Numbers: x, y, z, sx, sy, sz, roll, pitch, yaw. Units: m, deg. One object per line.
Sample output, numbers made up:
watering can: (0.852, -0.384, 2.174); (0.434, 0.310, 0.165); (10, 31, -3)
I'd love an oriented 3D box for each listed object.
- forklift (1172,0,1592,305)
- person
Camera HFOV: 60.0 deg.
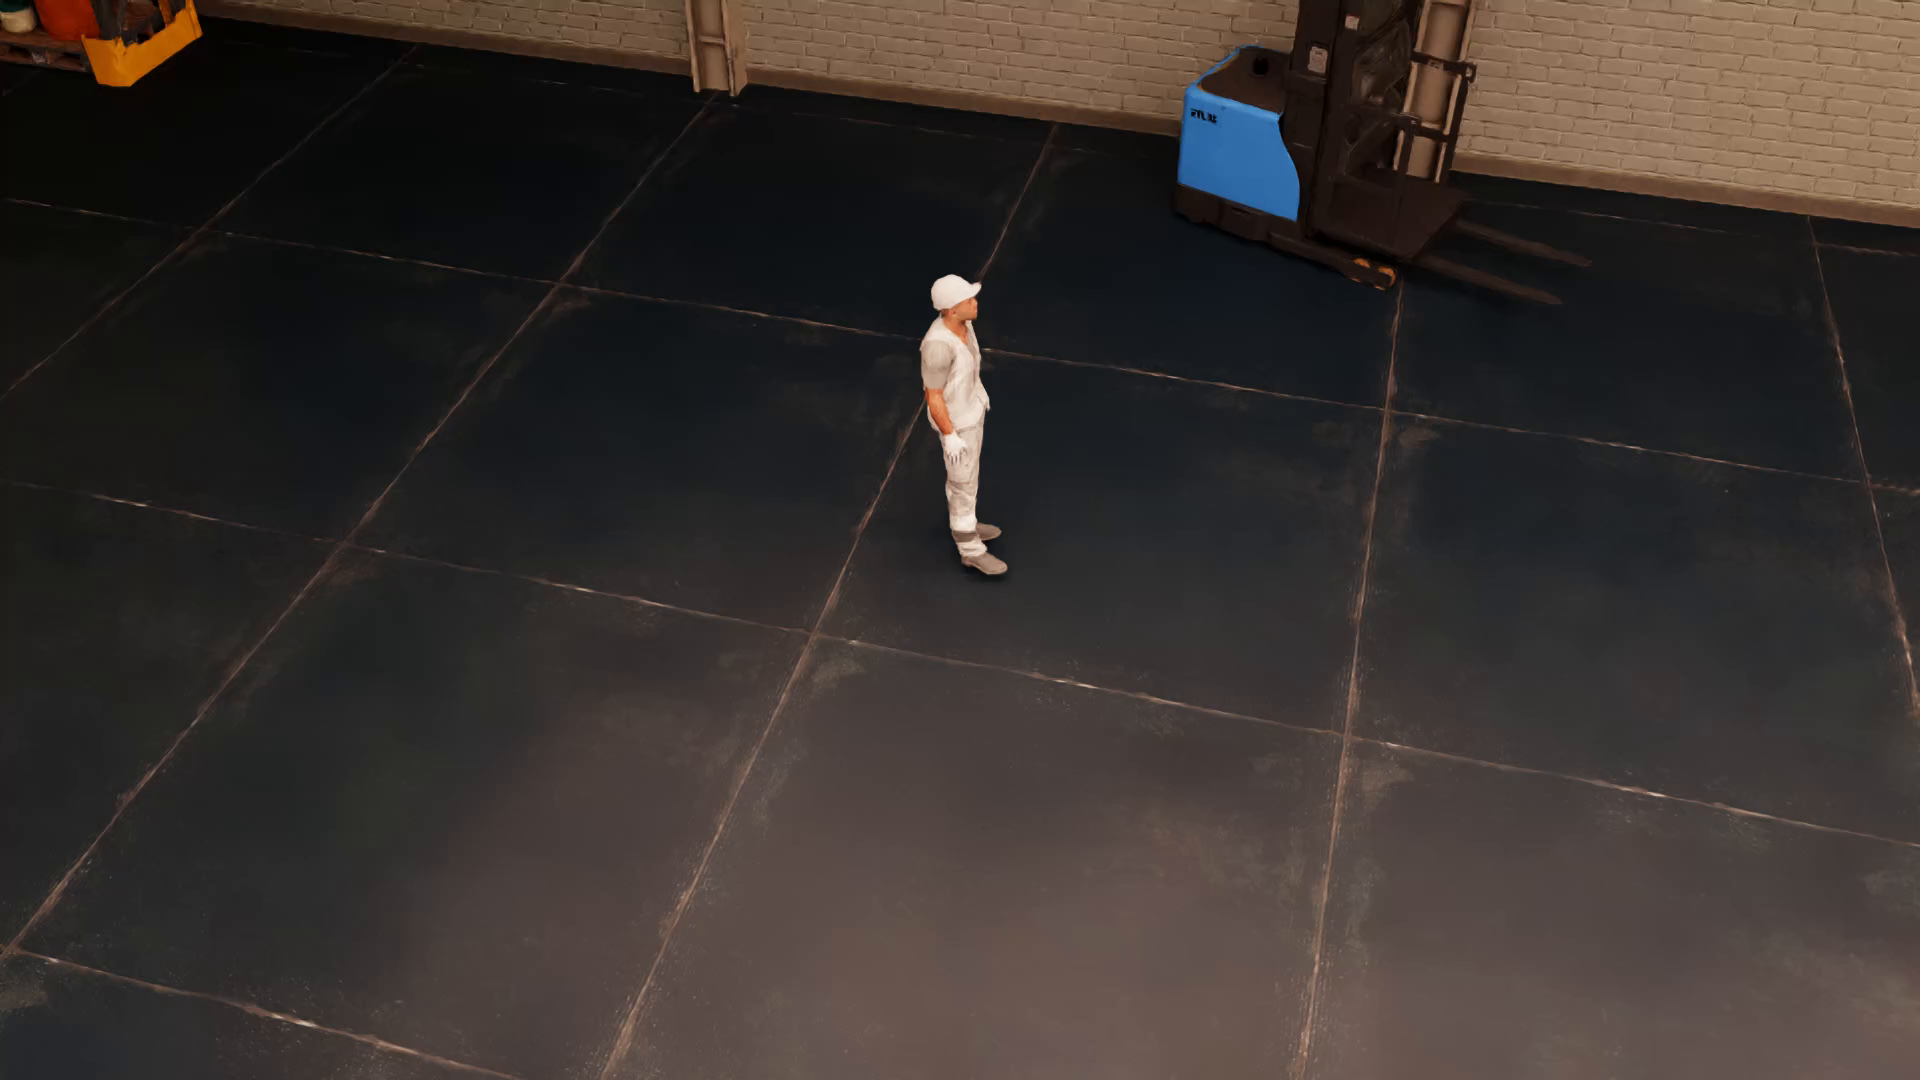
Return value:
forklift: (3.148, -3.333, 11.663); (3.031, 2.935, 1.130); (25, 47, 26)
person: (0.075, -0.685, 9.442); (0.563, 1.783, 0.637); (10, 42, 11)
